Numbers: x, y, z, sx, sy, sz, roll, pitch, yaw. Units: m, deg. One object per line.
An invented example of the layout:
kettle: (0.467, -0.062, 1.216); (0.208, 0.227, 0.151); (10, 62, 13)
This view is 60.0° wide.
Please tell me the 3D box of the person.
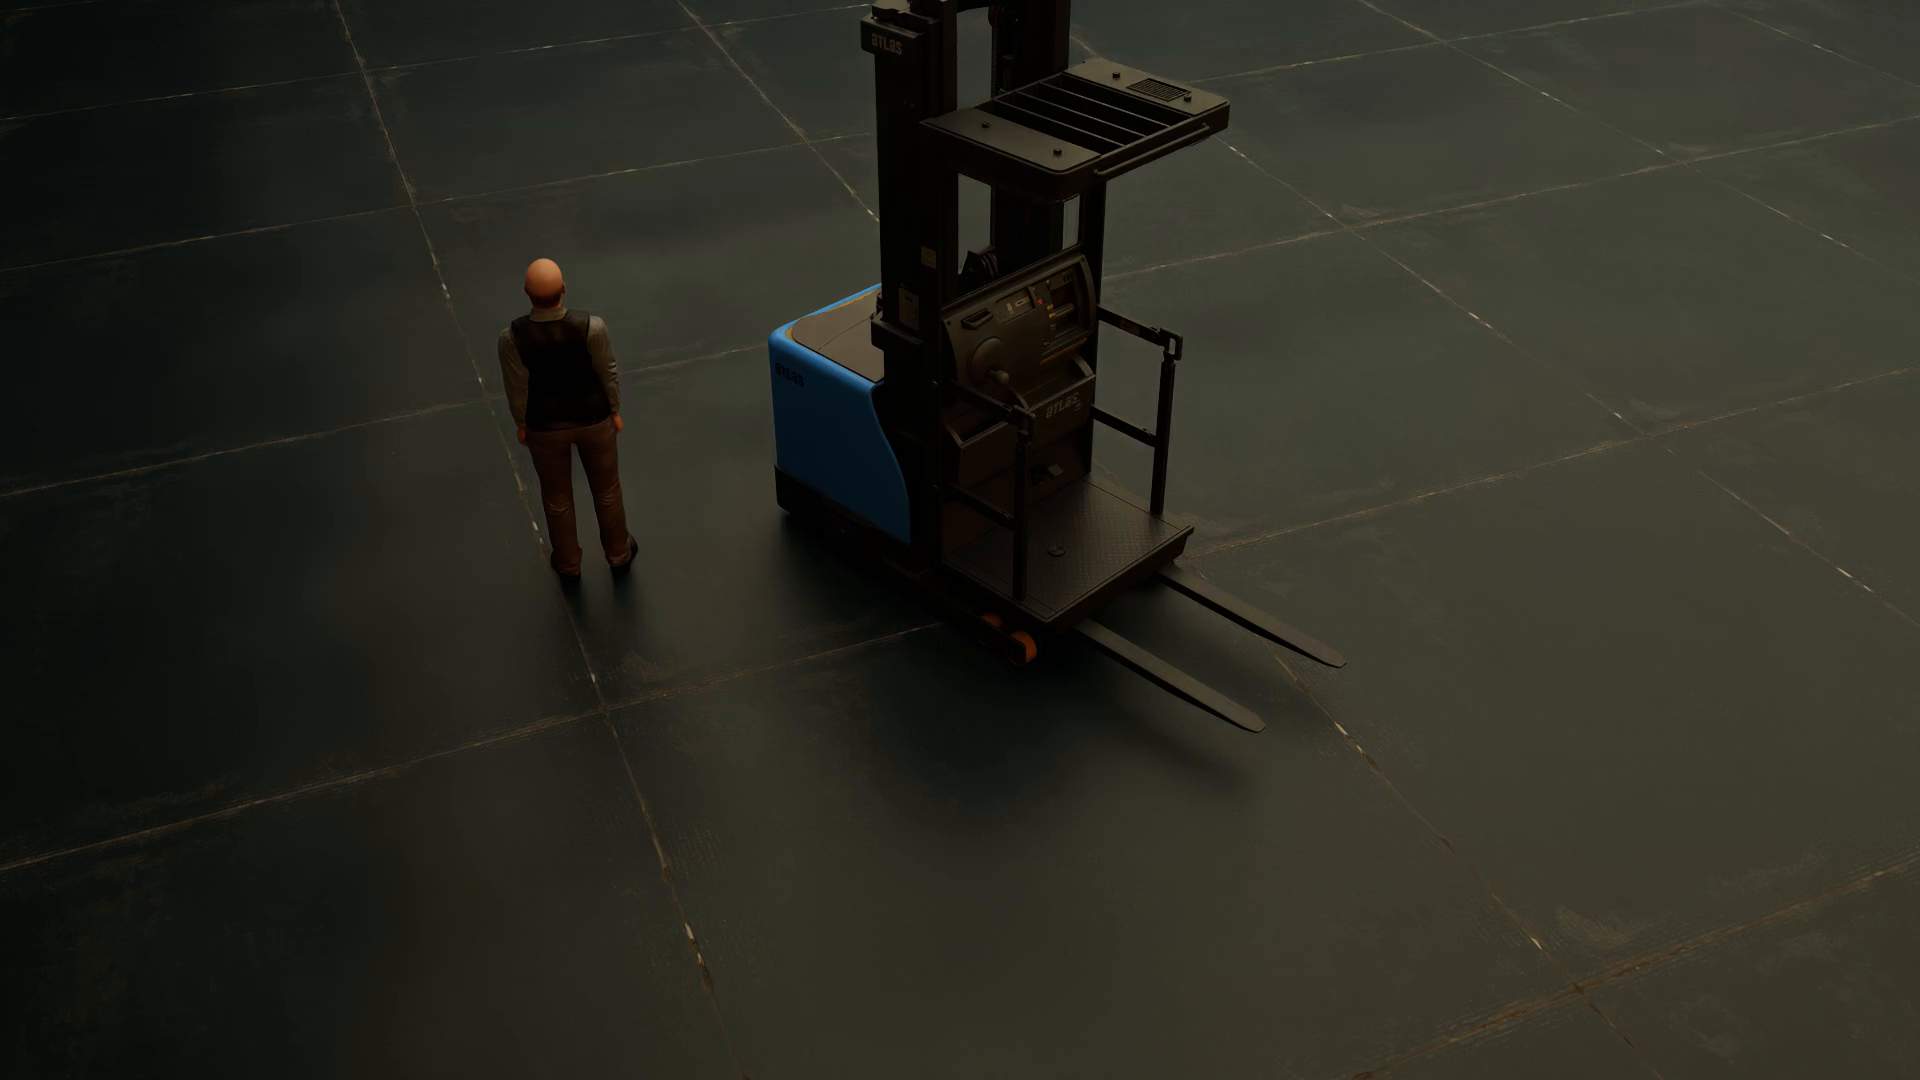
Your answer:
person: (-1.871, -0.566, 7.940); (0.524, 1.723, 0.370); (-9, 36, -12)

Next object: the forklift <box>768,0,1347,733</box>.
forklift: (0.432, -0.946, 7.429); (3.031, 2.935, 1.130); (30, 45, 35)
